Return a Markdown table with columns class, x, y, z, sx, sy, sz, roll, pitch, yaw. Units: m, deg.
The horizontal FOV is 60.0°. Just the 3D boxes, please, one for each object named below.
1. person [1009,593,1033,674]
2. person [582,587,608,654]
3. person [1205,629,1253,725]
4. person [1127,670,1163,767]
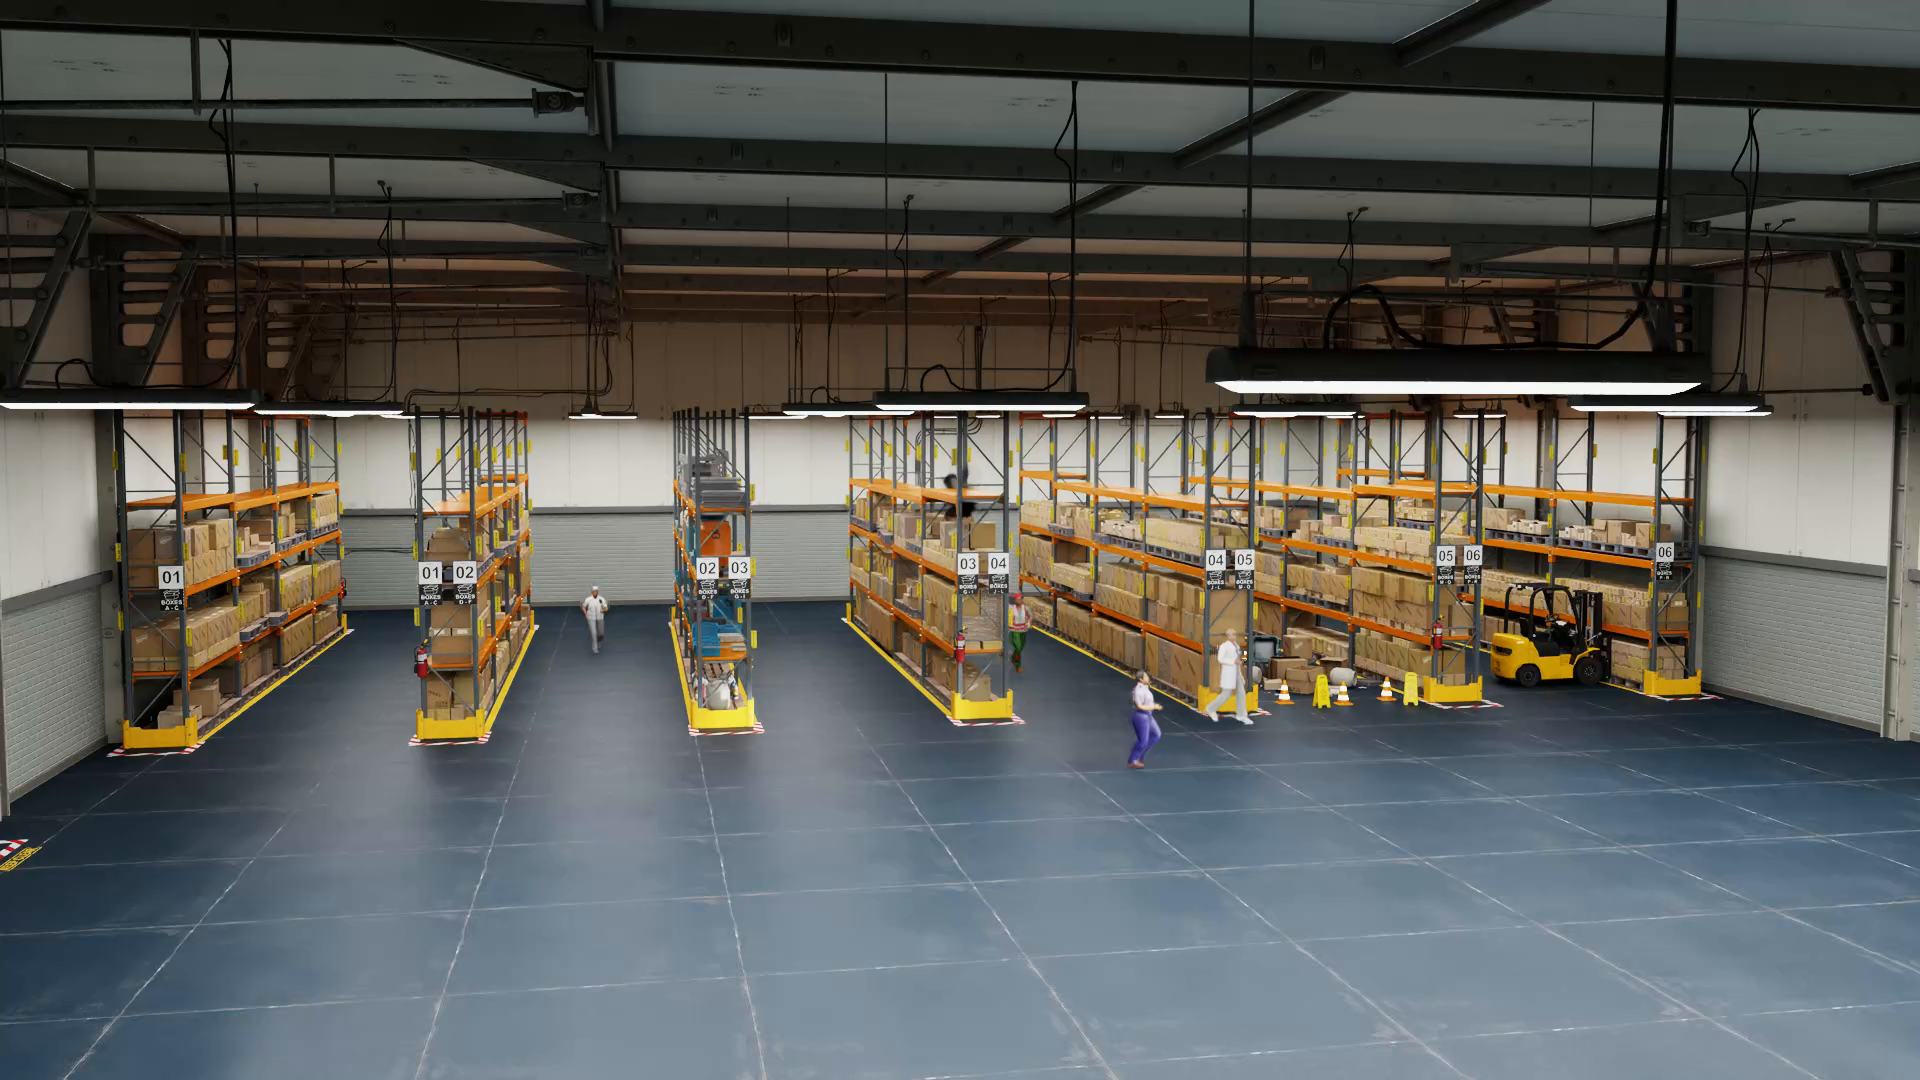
| class | x | y | z | sx | sy | sz | roll | pitch | yaw |
| --- | --- | --- | --- | --- | --- | --- | --- | --- | --- |
| person | 1.340 | 2.116 | 38.220 | 0.652 | 1.814 | 0.861 | -1 | 4 | -15 |
| person | -9.057 | 1.971 | 41.291 | 0.620 | 1.632 | 0.803 | -2 | 4 | -21 |
| person | 5.114 | 2.577 | 31.530 | 0.964 | 1.802 | 0.735 | 3 | 5 | 32 |
| person | 3.072 | 2.957 | 27.491 | 0.605 | 1.615 | 0.582 | 1 | 4 | 16 |
